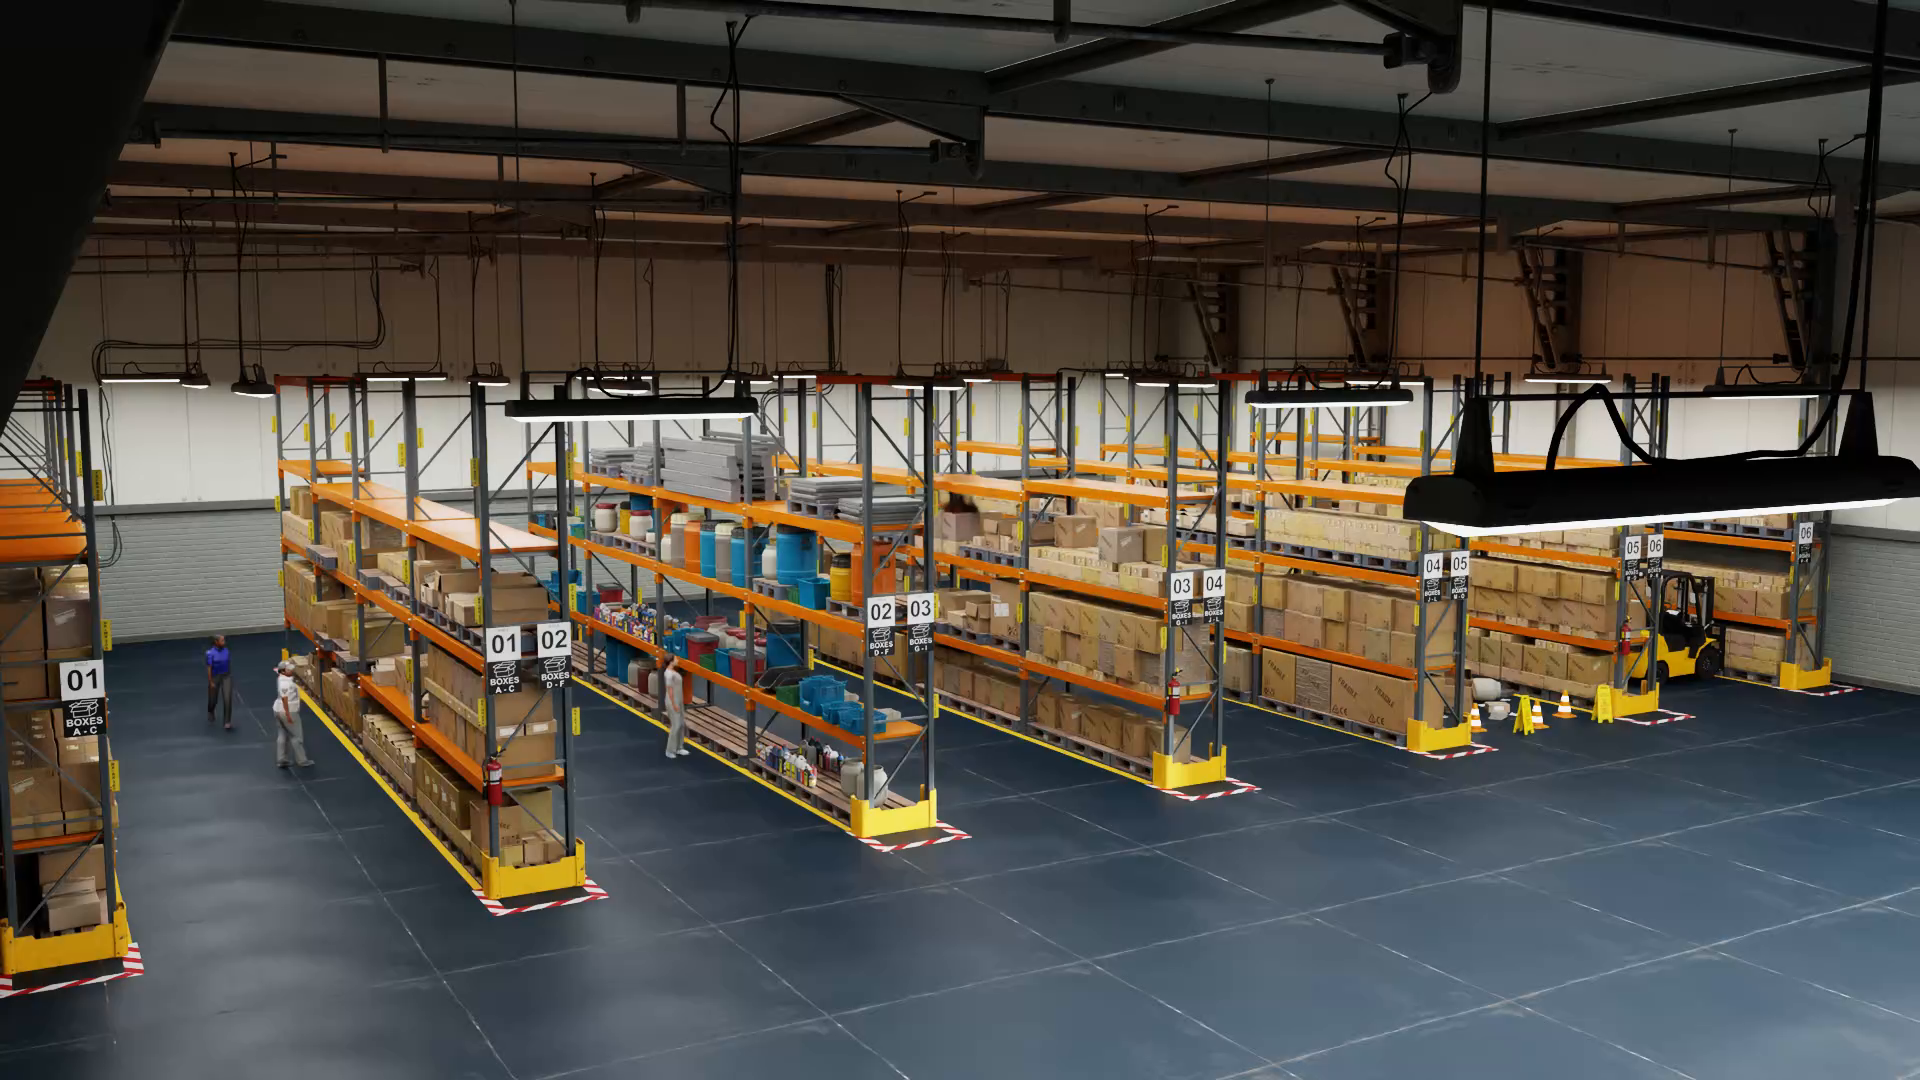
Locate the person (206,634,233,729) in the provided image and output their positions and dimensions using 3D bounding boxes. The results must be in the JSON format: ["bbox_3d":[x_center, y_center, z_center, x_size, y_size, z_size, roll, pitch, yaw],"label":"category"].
[{"bbox_3d":[-12.688,2.404,28.495,0.419,1.610,0.645,-4,7,-29],"label":"person"}]

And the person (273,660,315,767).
[{"bbox_3d":[-10.367,2.685,25.823,0.522,1.663,0.517,-5,8,-41],"label":"person"}]

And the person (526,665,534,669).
[{"bbox_3d":[-8.371,1.895,32.378,0.637,1.732,1.017,-3,7,-25],"label":"person"}]

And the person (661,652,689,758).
[{"bbox_3d":[-4.546,2.645,26.559,0.419,1.735,0.528,1,6,11],"label":"person"}]
